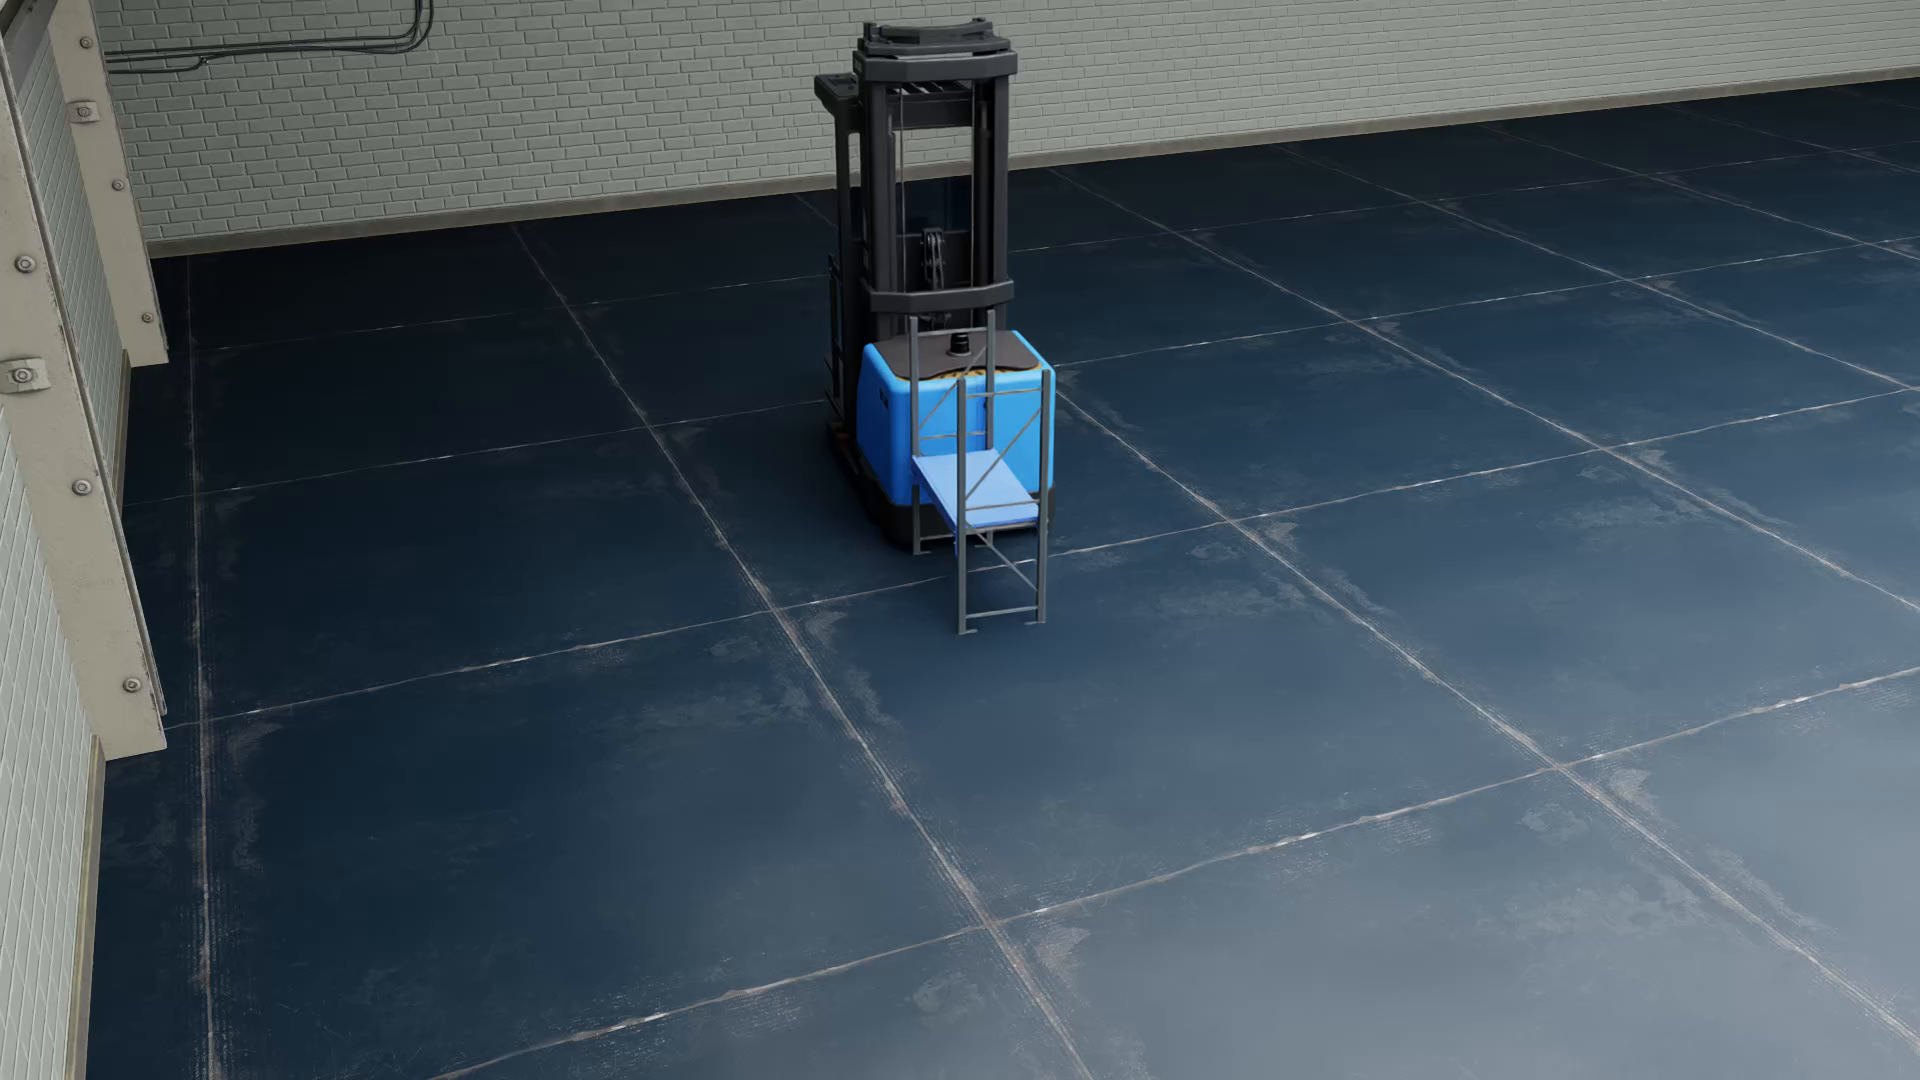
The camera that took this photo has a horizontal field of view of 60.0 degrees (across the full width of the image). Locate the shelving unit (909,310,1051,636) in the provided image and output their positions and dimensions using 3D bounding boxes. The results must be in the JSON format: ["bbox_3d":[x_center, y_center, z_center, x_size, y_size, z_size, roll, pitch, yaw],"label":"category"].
[{"bbox_3d":[0.093,-0.397,9.354,0.538,1.500,1.048,-7,27,-14],"label":"shelving unit"}]

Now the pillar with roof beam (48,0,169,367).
[{"bbox_3d":[-2.500,-6.236,12.766,9.100,9.000,0.400,-11,28,-21],"label":"pillar with roof beam"}]

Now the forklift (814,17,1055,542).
[{"bbox_3d":[-0.300,-1.928,10.857,1.130,2.935,3.031,-7,27,-14],"label":"forklift"}]

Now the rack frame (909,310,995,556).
[{"bbox_3d":[-0.043,-0.612,9.794,0.500,1.500,0.032,-7,27,-14],"label":"rack frame"}]

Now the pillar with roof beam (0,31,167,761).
[{"bbox_3d":[-0.150,-3.814,7.805,9.100,9.000,0.400,-11,28,-21],"label":"pillar with roof beam"}]

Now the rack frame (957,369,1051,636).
[{"bbox_3d":[0.229,-0.182,8.914,0.500,1.500,0.032,-7,27,-14],"label":"rack frame"}]

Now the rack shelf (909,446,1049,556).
[{"bbox_3d":[0.093,-0.236,9.433,0.538,0.185,1.000,-7,27,-14],"label":"rack shelf"}]

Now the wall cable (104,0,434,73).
[{"bbox_3d":[-6.398,-5.518,14.833,3.097,2.526,0.112,-11,28,-21],"label":"wall cable"}]
